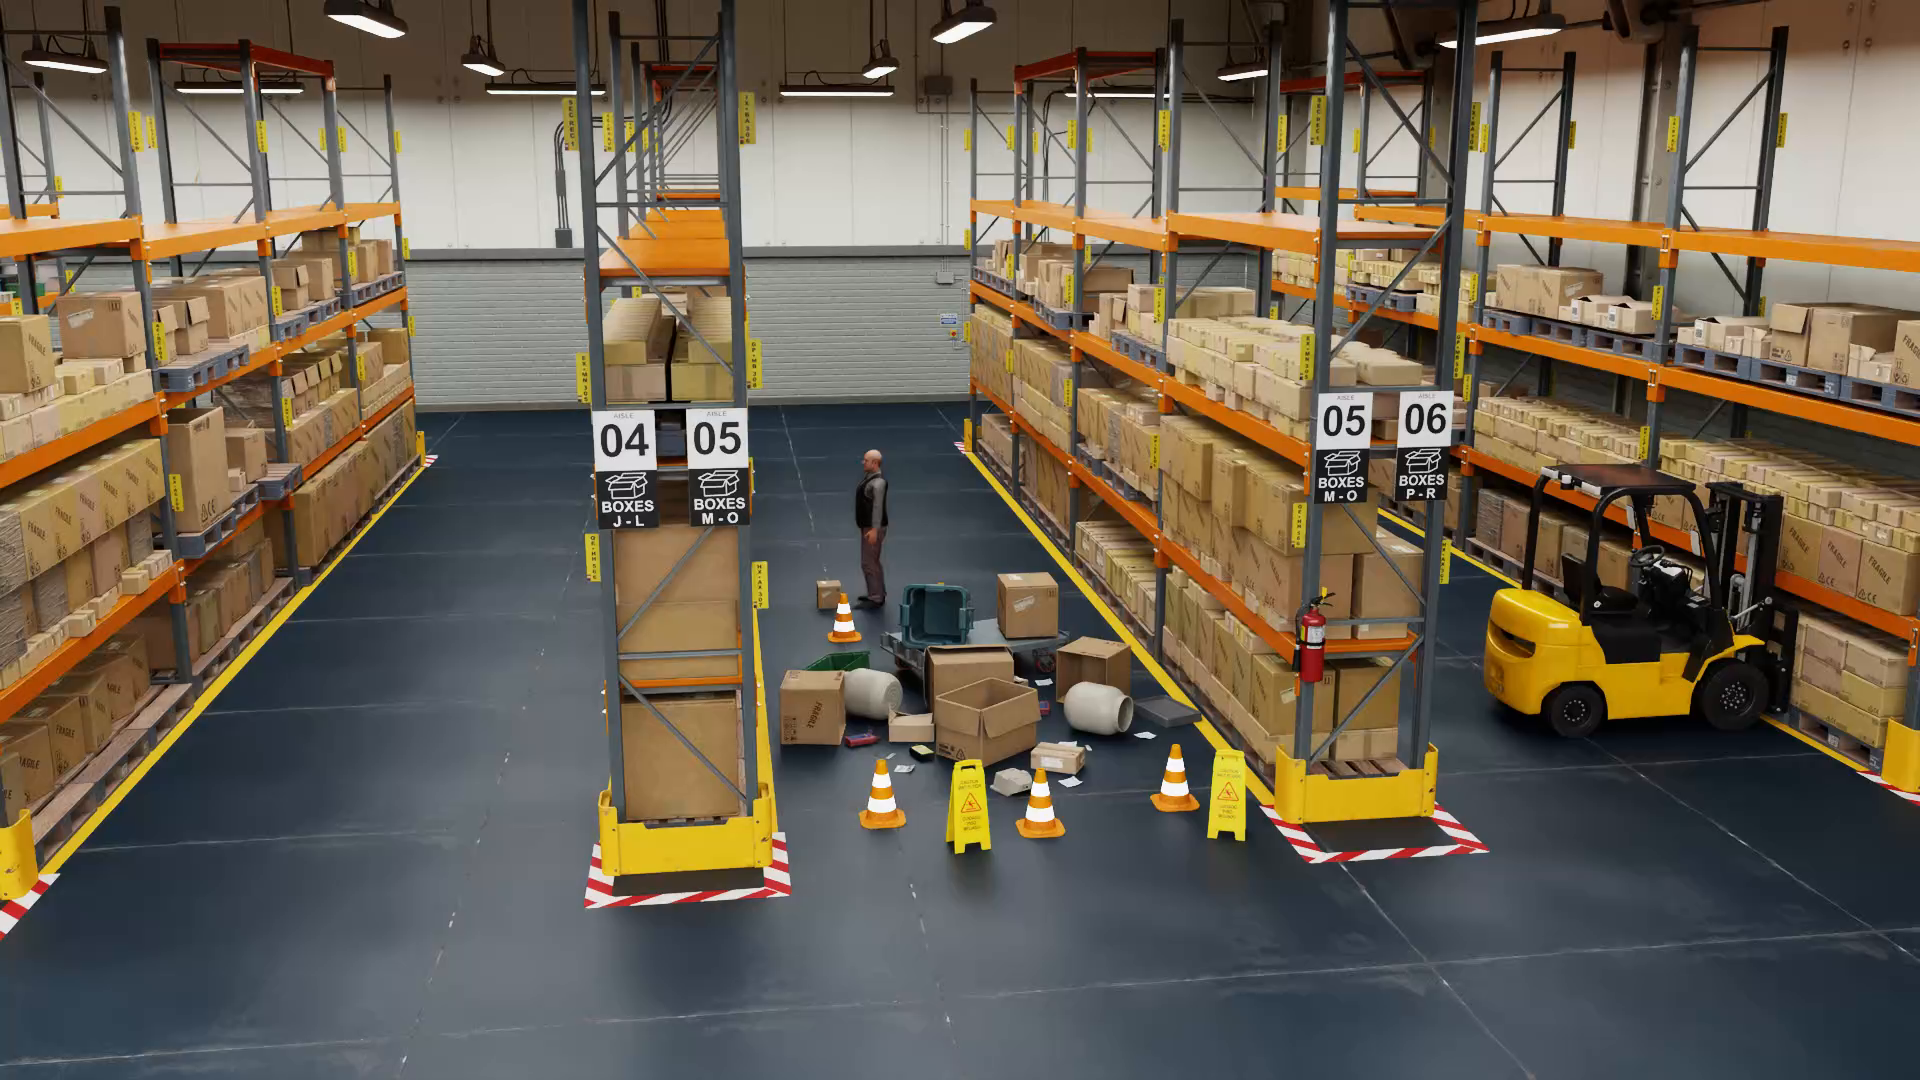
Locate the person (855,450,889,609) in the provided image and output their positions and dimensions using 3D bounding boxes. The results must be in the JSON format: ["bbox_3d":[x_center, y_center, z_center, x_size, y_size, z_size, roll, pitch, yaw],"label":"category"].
[{"bbox_3d":[-0.975,-0.127,18.106,0.385,1.727,0.538,-2,13,-8],"label":"person"}]
